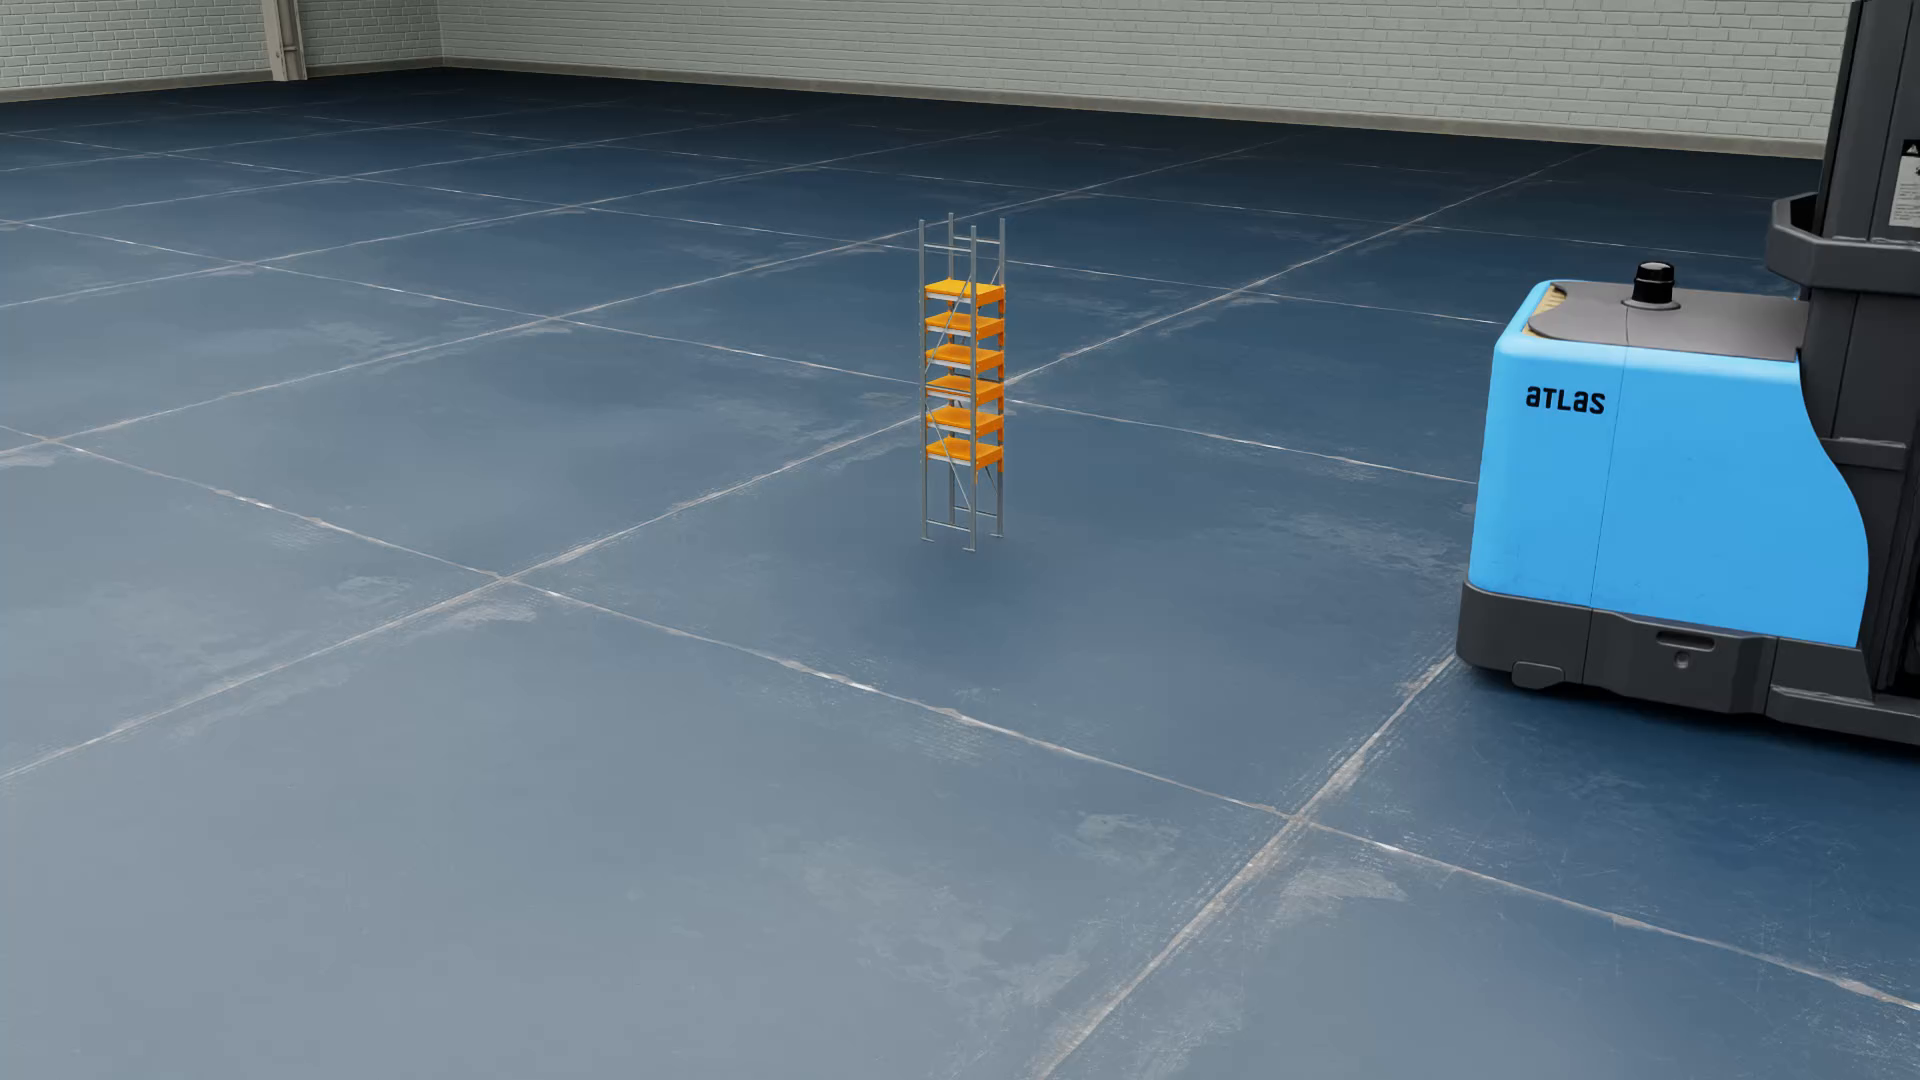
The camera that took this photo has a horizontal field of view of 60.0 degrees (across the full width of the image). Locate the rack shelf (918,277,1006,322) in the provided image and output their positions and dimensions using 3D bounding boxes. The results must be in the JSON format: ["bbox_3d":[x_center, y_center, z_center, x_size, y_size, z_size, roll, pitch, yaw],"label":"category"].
[{"bbox_3d":[0.008,-0.863,5.959,0.258,0.103,0.180,13,24,32],"label":"rack shelf"}]

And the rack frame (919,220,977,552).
[{"bbox_3d":[-0.043,-0.541,5.997,0.240,1.200,0.006,13,24,32],"label":"rack frame"}]

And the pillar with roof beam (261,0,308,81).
[{"bbox_3d":[-6.455,-10.258,21.027,9.100,9.000,0.400,13,24,32],"label":"pillar with roof beam"}]

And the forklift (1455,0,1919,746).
[{"bbox_3d":[3.085,-0.881,4.422,3.031,2.935,1.130,9,22,23],"label":"forklift"}]

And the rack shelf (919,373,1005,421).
[{"bbox_3d":[0.008,-0.525,6.083,0.258,0.103,0.180,13,24,32],"label":"rack shelf"}]

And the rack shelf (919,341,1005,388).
[{"bbox_3d":[0.008,-0.638,6.042,0.258,0.103,0.180,13,24,32],"label":"rack shelf"}]

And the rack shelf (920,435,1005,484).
[{"bbox_3d":[0.008,-0.300,6.167,0.258,0.103,0.180,13,24,32],"label":"rack shelf"}]

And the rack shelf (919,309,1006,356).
[{"bbox_3d":[0.008,-0.750,6.000,0.258,0.103,0.180,13,24,32],"label":"rack shelf"}]

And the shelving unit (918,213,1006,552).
[{"bbox_3d":[0.008,-0.567,6.068,0.258,1.200,0.189,13,24,32],"label":"shelving unit"}]

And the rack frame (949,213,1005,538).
[{"bbox_3d":[0.060,-0.593,6.139,0.240,1.200,0.006,13,24,32],"label":"rack frame"}]

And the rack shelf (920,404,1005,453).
[{"bbox_3d":[0.008,-0.413,6.125,0.258,0.103,0.180,13,24,32],"label":"rack shelf"}]
